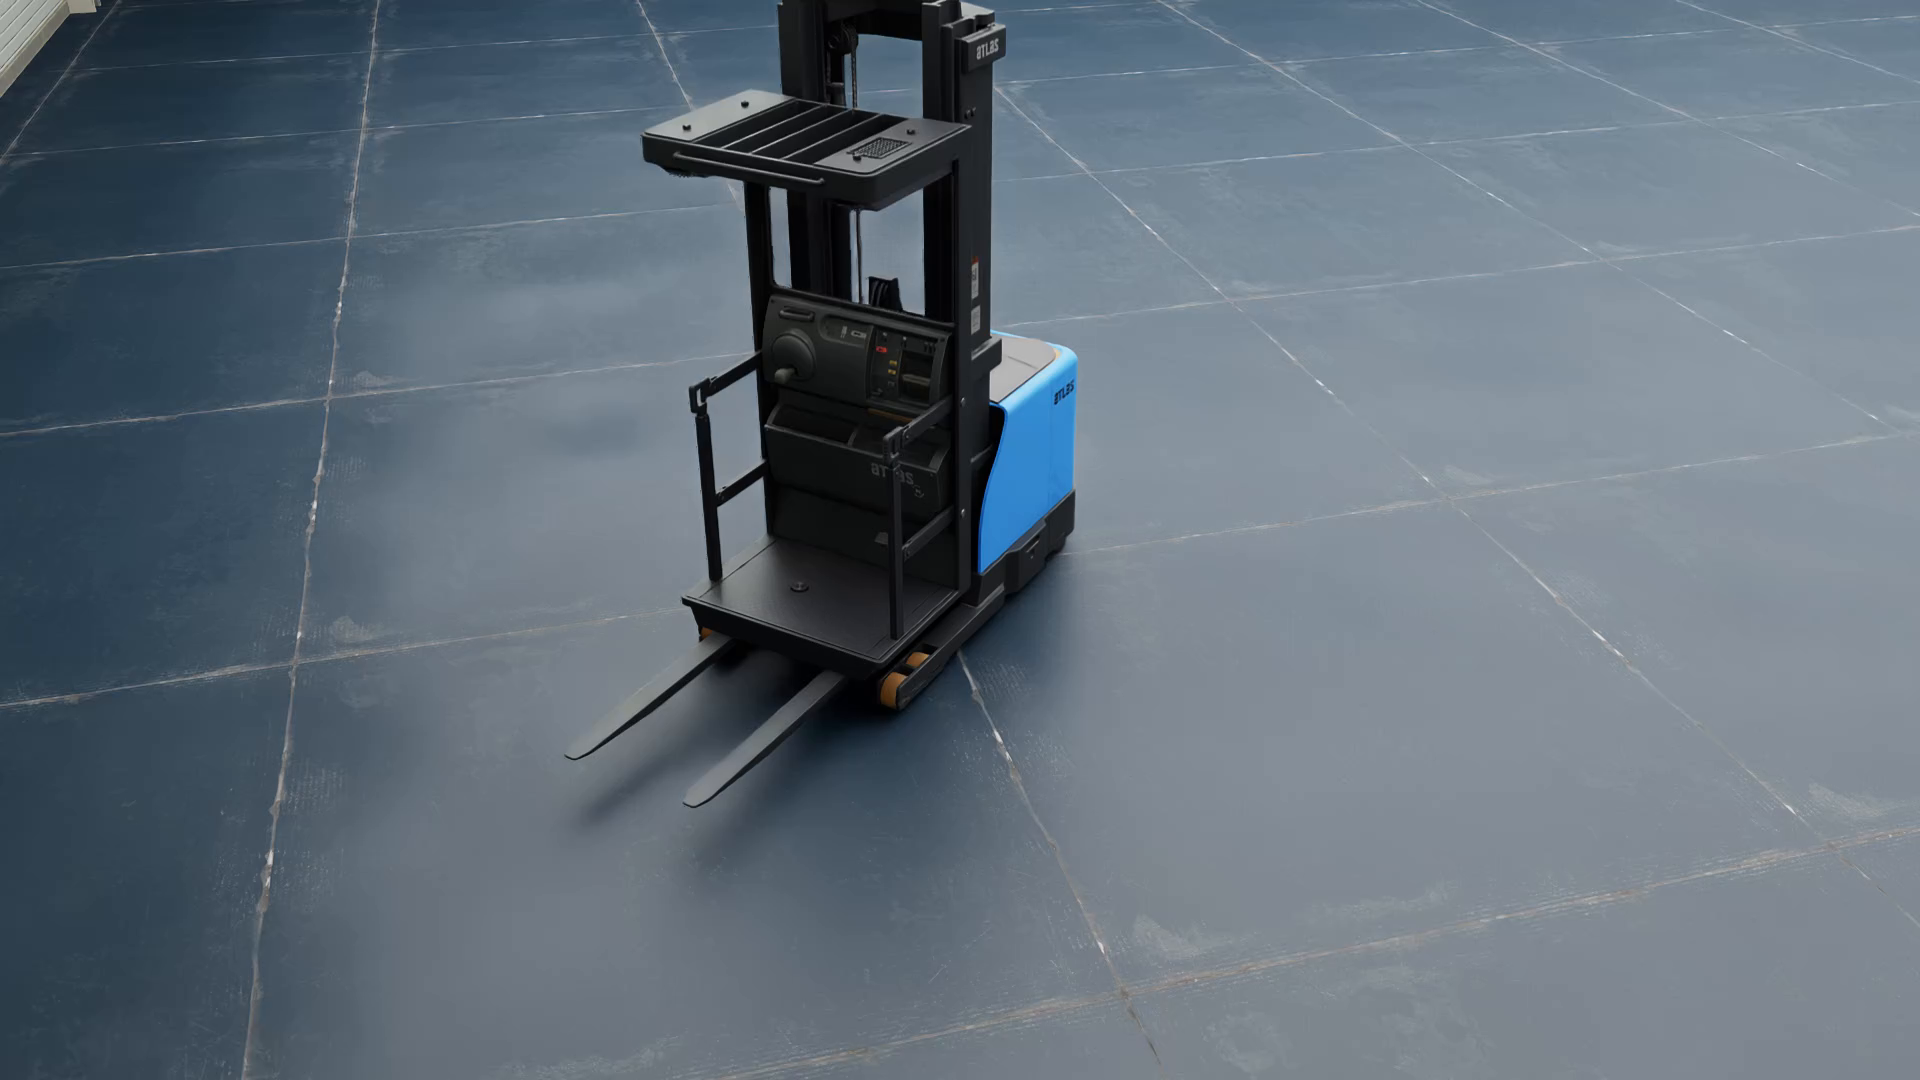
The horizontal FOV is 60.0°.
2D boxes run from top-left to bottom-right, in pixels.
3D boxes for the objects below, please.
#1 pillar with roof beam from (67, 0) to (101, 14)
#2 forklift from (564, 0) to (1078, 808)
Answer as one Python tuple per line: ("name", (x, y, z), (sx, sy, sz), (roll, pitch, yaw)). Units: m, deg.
("pillar with roof beam", (-6.126, -10.695, 18.245), (9.100, 9.000, 0.400), (-8, 31, -13))
("forklift", (-0.573, -0.771, 7.156), (1.130, 2.935, 3.031), (16, 34, 26))
